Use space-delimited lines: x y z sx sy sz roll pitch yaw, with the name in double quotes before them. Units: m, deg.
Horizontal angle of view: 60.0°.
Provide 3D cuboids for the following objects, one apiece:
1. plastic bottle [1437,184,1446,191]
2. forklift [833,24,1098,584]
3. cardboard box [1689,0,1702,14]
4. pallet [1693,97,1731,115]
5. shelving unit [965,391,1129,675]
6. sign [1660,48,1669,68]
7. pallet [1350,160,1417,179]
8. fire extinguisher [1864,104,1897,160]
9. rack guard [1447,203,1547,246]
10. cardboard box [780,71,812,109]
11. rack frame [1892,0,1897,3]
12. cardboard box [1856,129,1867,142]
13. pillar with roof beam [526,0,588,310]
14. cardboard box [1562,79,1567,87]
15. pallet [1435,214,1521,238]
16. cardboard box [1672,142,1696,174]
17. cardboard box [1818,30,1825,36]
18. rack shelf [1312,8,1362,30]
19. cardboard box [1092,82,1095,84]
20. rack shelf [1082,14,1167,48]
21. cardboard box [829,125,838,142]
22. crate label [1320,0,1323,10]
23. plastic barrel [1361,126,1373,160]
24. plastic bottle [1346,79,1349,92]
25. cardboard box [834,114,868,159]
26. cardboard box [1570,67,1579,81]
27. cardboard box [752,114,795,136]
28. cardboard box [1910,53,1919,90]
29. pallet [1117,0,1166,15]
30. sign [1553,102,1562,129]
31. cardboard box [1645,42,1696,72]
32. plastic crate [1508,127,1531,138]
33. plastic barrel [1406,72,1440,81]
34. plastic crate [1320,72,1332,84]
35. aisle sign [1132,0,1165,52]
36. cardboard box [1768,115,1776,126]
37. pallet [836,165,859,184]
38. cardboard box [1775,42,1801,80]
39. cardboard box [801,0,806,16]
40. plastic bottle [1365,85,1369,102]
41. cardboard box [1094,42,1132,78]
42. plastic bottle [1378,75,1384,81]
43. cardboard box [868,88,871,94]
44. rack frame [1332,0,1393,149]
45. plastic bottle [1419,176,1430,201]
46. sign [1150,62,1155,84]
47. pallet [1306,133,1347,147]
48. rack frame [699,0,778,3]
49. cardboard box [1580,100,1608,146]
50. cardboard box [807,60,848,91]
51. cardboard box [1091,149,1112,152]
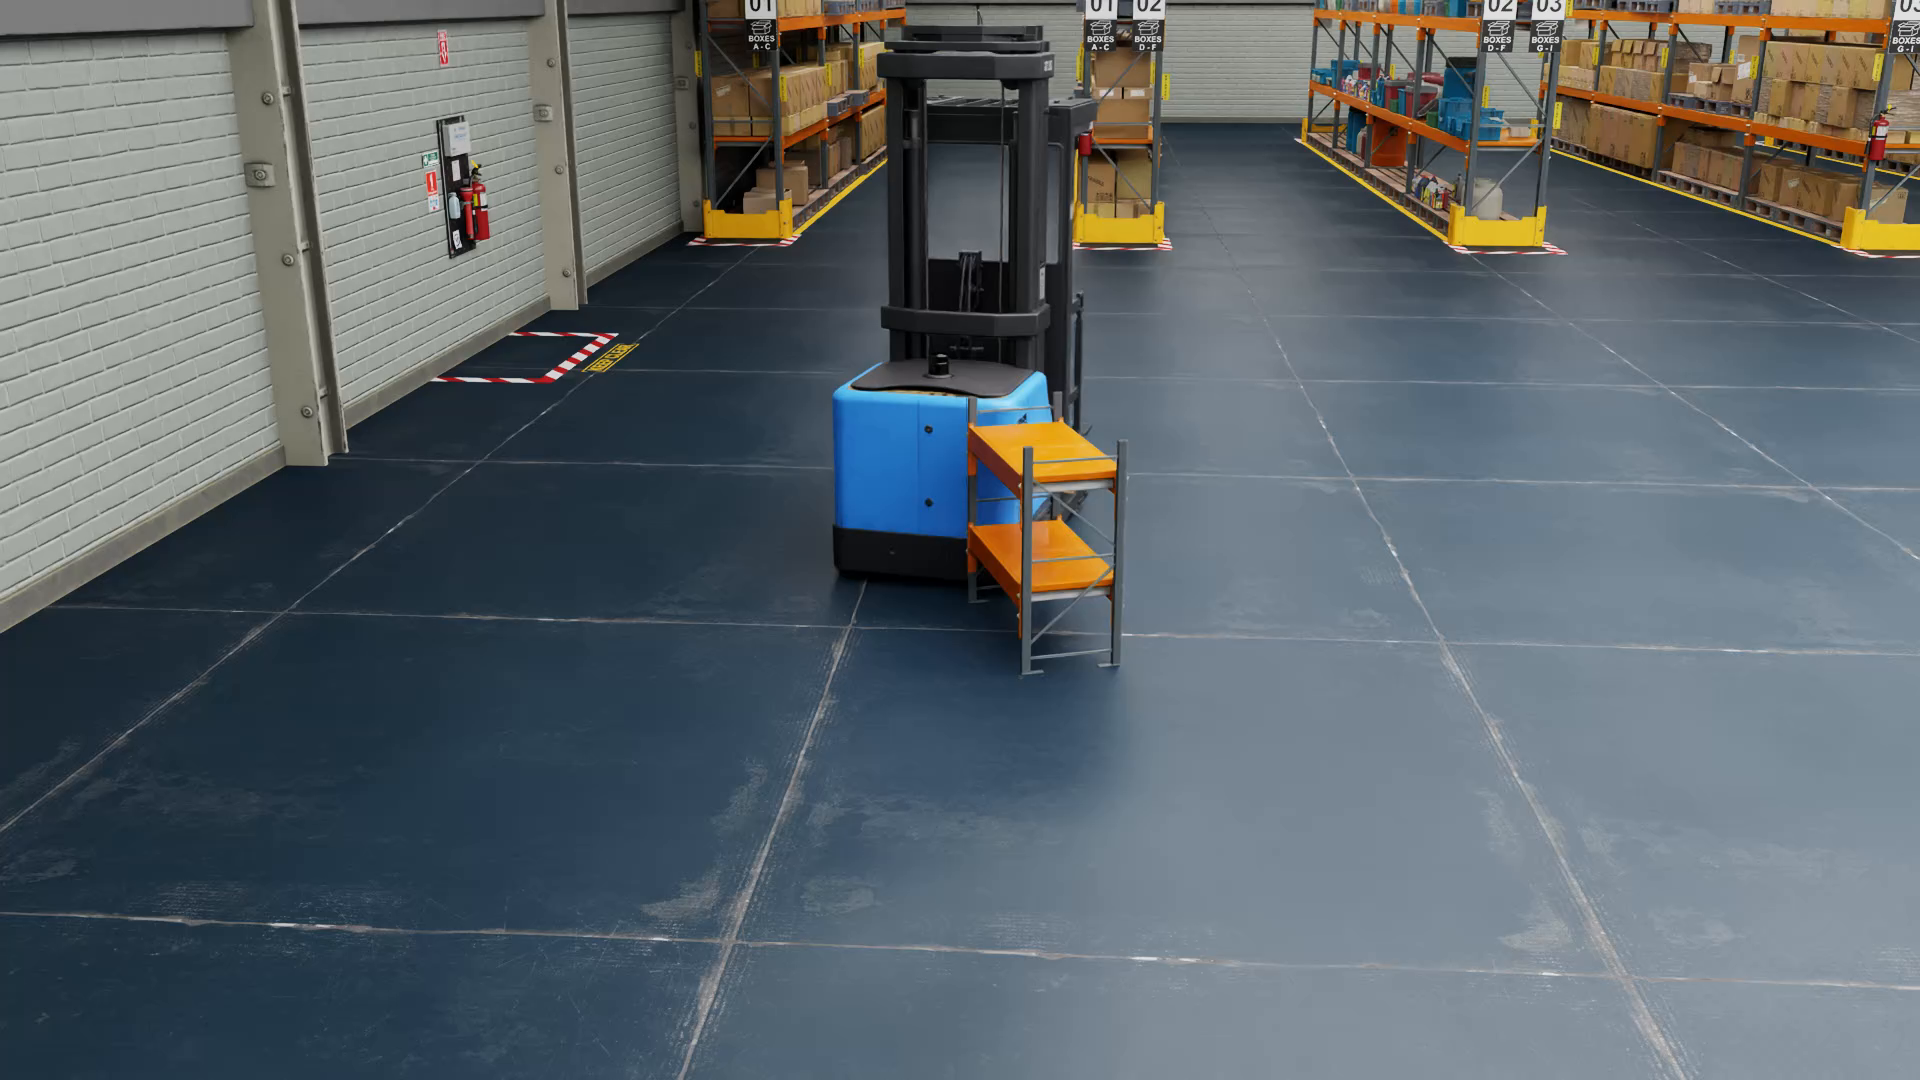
"plastic bottle" 6.949 -5.000 24.034 0.152 0.276 0.135 1 18 4
"forklift" 0.189 -1.577 10.029 1.130 2.935 3.031 5 19 15
"cardboard box" 12.217 -8.700 27.079 0.500 0.250 0.500 2 18 5
"pallet" 12.441 -6.938 26.588 1.003 0.211 1.213 1 18 4
"shelving unit" 0.410 -0.064 8.312 0.538 1.125 1.048 -4 19 -13
"sign" 11.988 -8.207 28.292 0.100 0.325 0.005 1 18 4
"pallet" 7.617 -6.676 29.959 1.003 0.211 1.213 1 18 4
"fire extinguisher" 11.501 -5.098 20.790 0.296 0.674 0.183 1 18 4
"rack guard" 6.987 -4.108 21.657 1.175 0.500 0.348 1 18 4
"cardboard box" -2.405 -6.403 23.650 0.500 0.500 0.500 2 18 6
"rack frame" 11.969 -8.011 19.921 1.000 3.000 0.127 1 18 4
"cardboard box" 11.802 -5.212 21.415 0.380 0.149 0.250 1 18 4
"pillar with roof beam" 0.198 -6.620 15.675 9.100 9.000 0.400 1 18 4
"cardboard box" 12.652 -9.430 34.287 0.380 0.149 0.250 1 18 3
"pallet" 7.050 -4.223 22.471 1.003 0.211 1.213 1 18 4
"cardboard box" 12.514 -6.458 28.122 0.700 0.500 0.500 0 18 1
"cardboard box" 17.636 -10.042 33.508 0.500 0.500 0.500 1 18 2
"rack shelf" 8.032 -10.703 34.107 1.077 0.370 4.000 1 18 4
"cardboard box" 2.000 -6.182 22.769 0.380 0.149 0.250 2 18 6
"rack shelf" 2.231 -7.087 23.074 1.077 0.370 4.000 1 18 4
"cardboard box" -2.383 -6.954 28.432 0.500 0.250 0.500 2 18 5
"crate label" 7.787 -11.316 35.061 0.408 0.251 0.502 1 18 4
"plastic barrel" 7.701 -7.312 30.620 0.600 0.588 0.708 1 18 4
"plastic bottle" 7.414 -8.653 31.719 0.097 0.271 0.097 0 18 0
"cardboard box" -2.096 -7.380 30.407 0.750 0.750 0.750 1 18 3
"cardboard box" 12.670 -9.420 33.617 0.500 0.250 0.500 2 18 5
"cardboard box" -2.501 -5.575 22.328 0.500 0.250 0.500 1 18 2
"cardboard box" 12.280 -5.989 21.140 0.500 0.500 0.500 1 18 4
"pallet" 2.165 -6.985 21.748 1.003 0.211 1.213 1 18 4
"sign" 7.577 -5.389 21.107 0.100 0.325 0.005 1 18 4
"cardboard box" 12.660 -8.598 29.575 0.797 0.503 0.637 2 18 5
"plastic crate" 7.413 -5.416 22.059 0.298 0.136 0.250 1 18 4
"plastic barrel" 7.871 -7.669 28.293 0.600 0.536 0.708 1 18 4
"plastic crate" 7.713 -9.618 34.630 0.416 0.233 0.300 1 18 4
"aisle sign" 2.389 -6.591 21.045 0.394 0.787 0.004 1 18 4
"cardboard box" 11.919 -6.068 24.027 0.380 0.149 0.250 1 18 4
"pallet" -2.337 -6.409 29.143 1.003 0.211 1.213 1 18 4
"cardboard box" 11.935 -6.777 23.545 0.500 0.500 0.500 1 18 4
"cardboard box" -2.455 -7.567 23.189 0.500 0.500 0.500 2 18 7
"plastic bottle" 7.222 -7.907 29.424 0.061 0.283 0.133 1 18 4
"cardboard box" 2.278 -6.839 23.732 0.700 0.500 0.500 1 18 4
"plastic bottle" 7.992 -8.628 31.515 0.144 0.351 0.185 1 18 4
"cardboard box" -1.900 -8.522 31.485 0.380 0.149 0.250 2 18 6
"rack frame" 7.889 -8.998 32.566 1.000 3.000 0.127 1 18 4
"plastic bottle" 6.830 -5.164 24.412 0.144 0.351 0.185 1 18 2
"sign" 2.928 -7.062 25.141 0.100 0.325 0.005 1 18 4
"pallet" 8.078 -8.660 36.013 1.003 0.211 1.213 1 18 4
"rack frame" -2.853 -8.343 20.933 1.000 3.000 0.127 1 18 4
"cardboard box" 12.956 -8.280 33.114 0.875 0.875 0.875 1 18 4
"cardboard box" -2.303 -8.087 28.919 0.700 0.500 0.500 -1 18 -3
"cardboard box" 1.958 -5.427 24.204 0.500 0.500 0.500 1 18 4
